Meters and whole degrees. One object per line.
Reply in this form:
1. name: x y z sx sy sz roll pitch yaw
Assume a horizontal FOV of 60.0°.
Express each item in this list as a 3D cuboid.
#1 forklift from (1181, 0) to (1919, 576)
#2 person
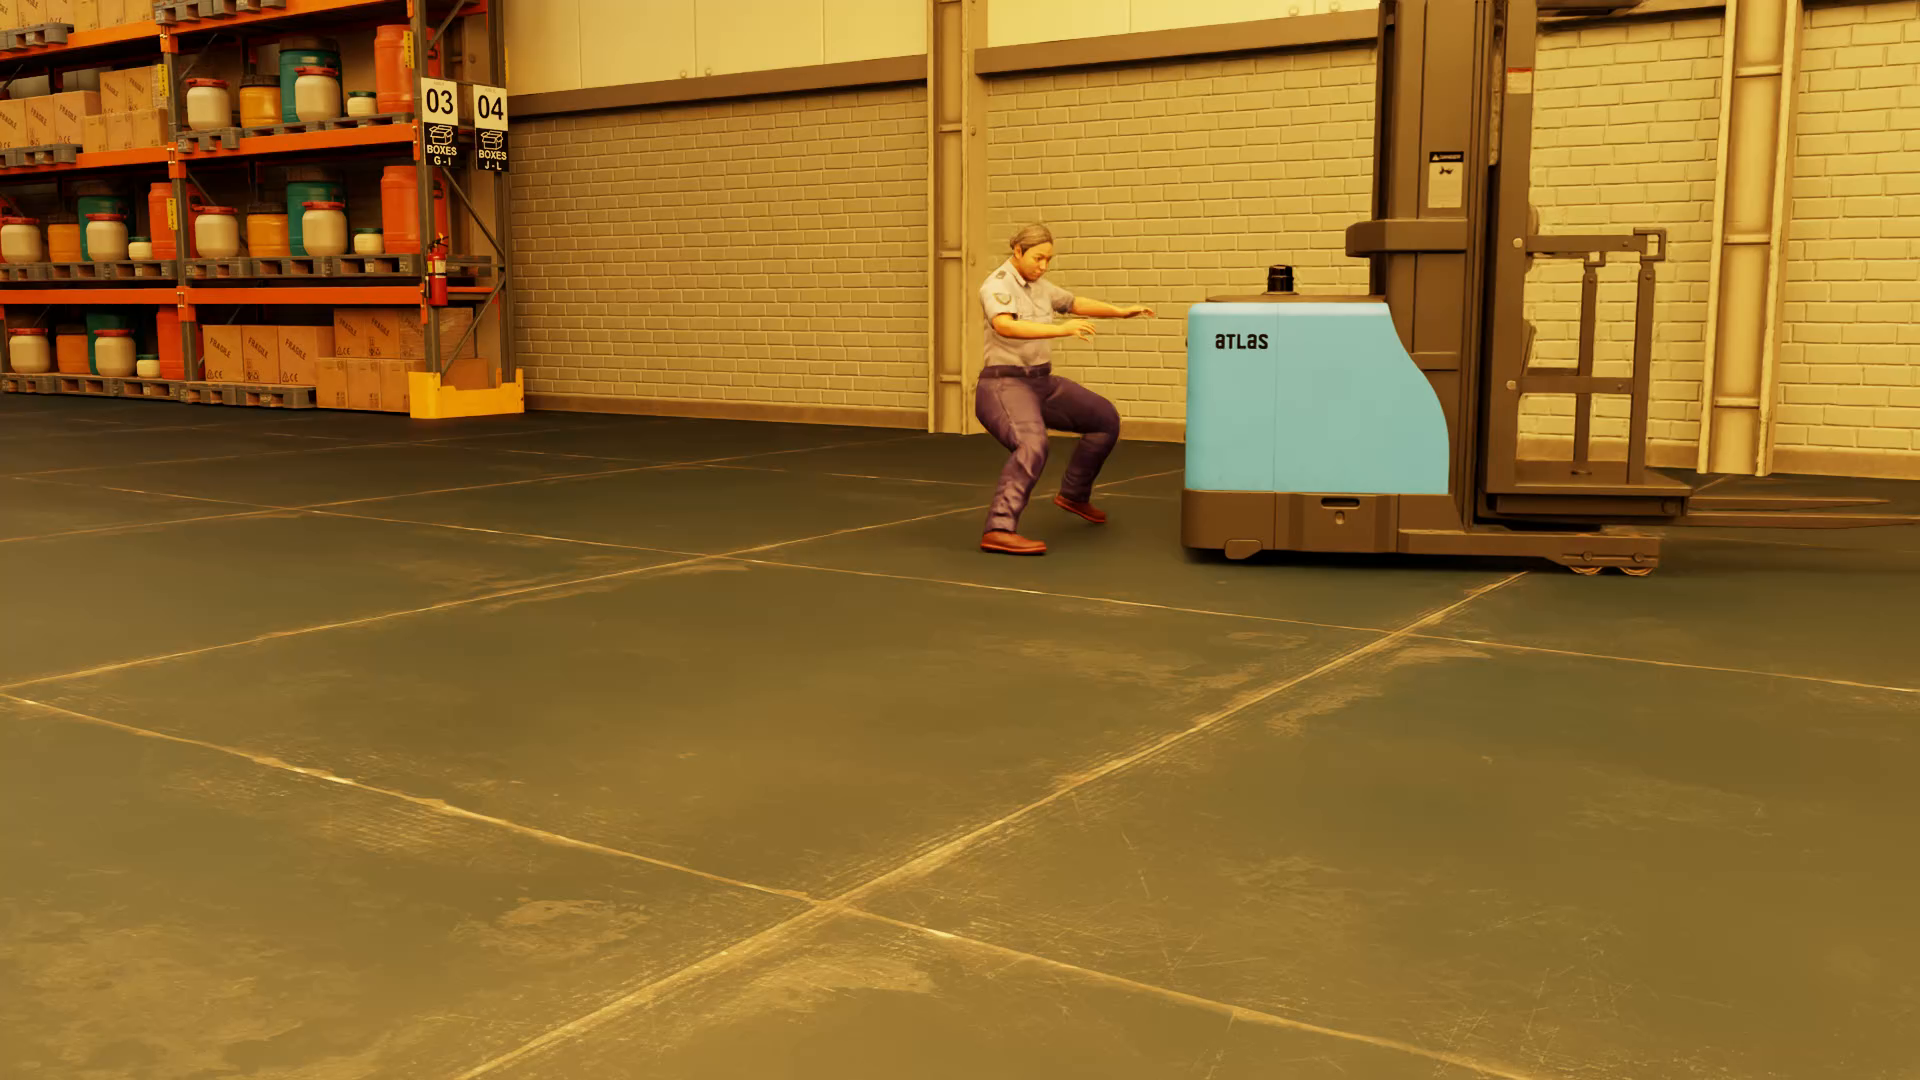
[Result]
1. forklift: 2.484 -1.388 6.952 3.031 2.935 1.130 1 8 8
2. person: 0.419 -0.711 7.580 0.661 1.414 1.113 6 10 37
